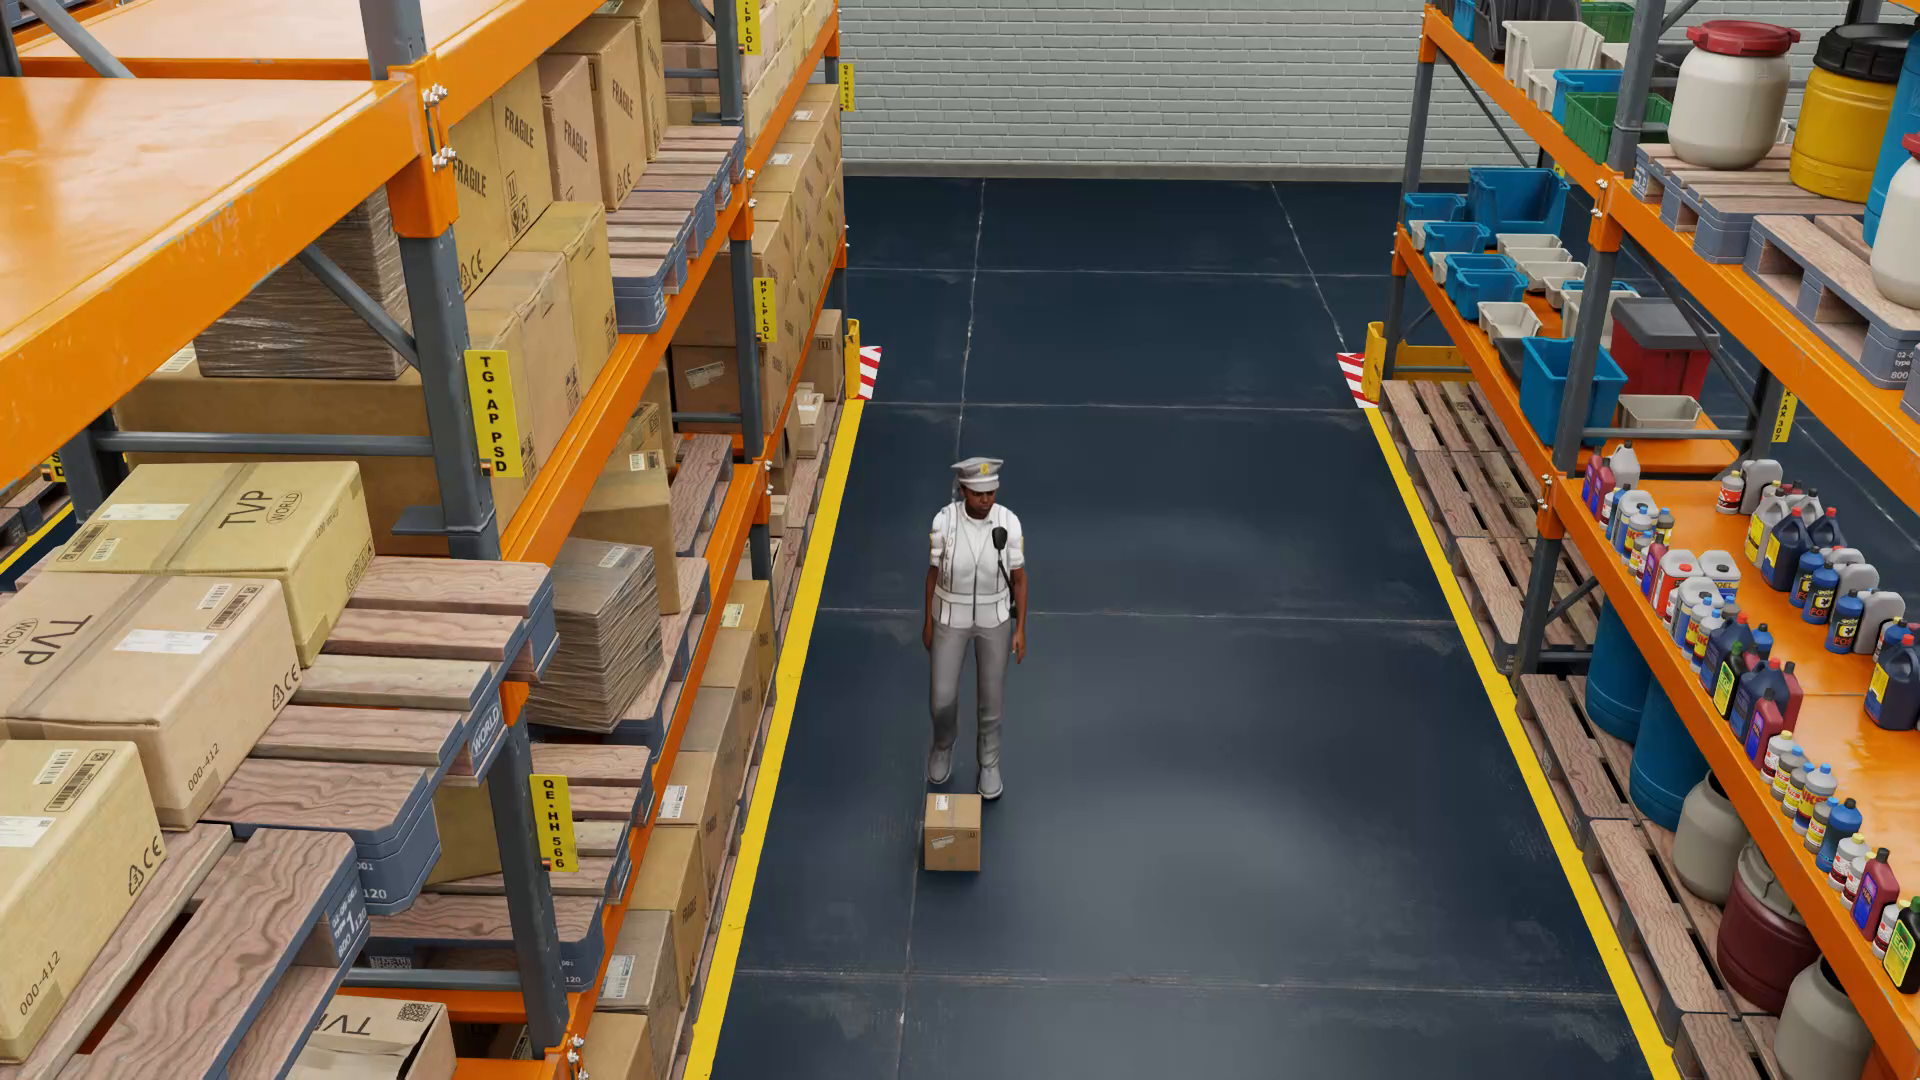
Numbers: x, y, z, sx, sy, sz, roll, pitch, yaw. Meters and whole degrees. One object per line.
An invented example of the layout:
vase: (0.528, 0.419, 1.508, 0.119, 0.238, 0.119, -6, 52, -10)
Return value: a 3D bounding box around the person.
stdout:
person: (0.071, 0.419, 7.792, 0.496, 1.731, 0.453, -1, 28, -2)
